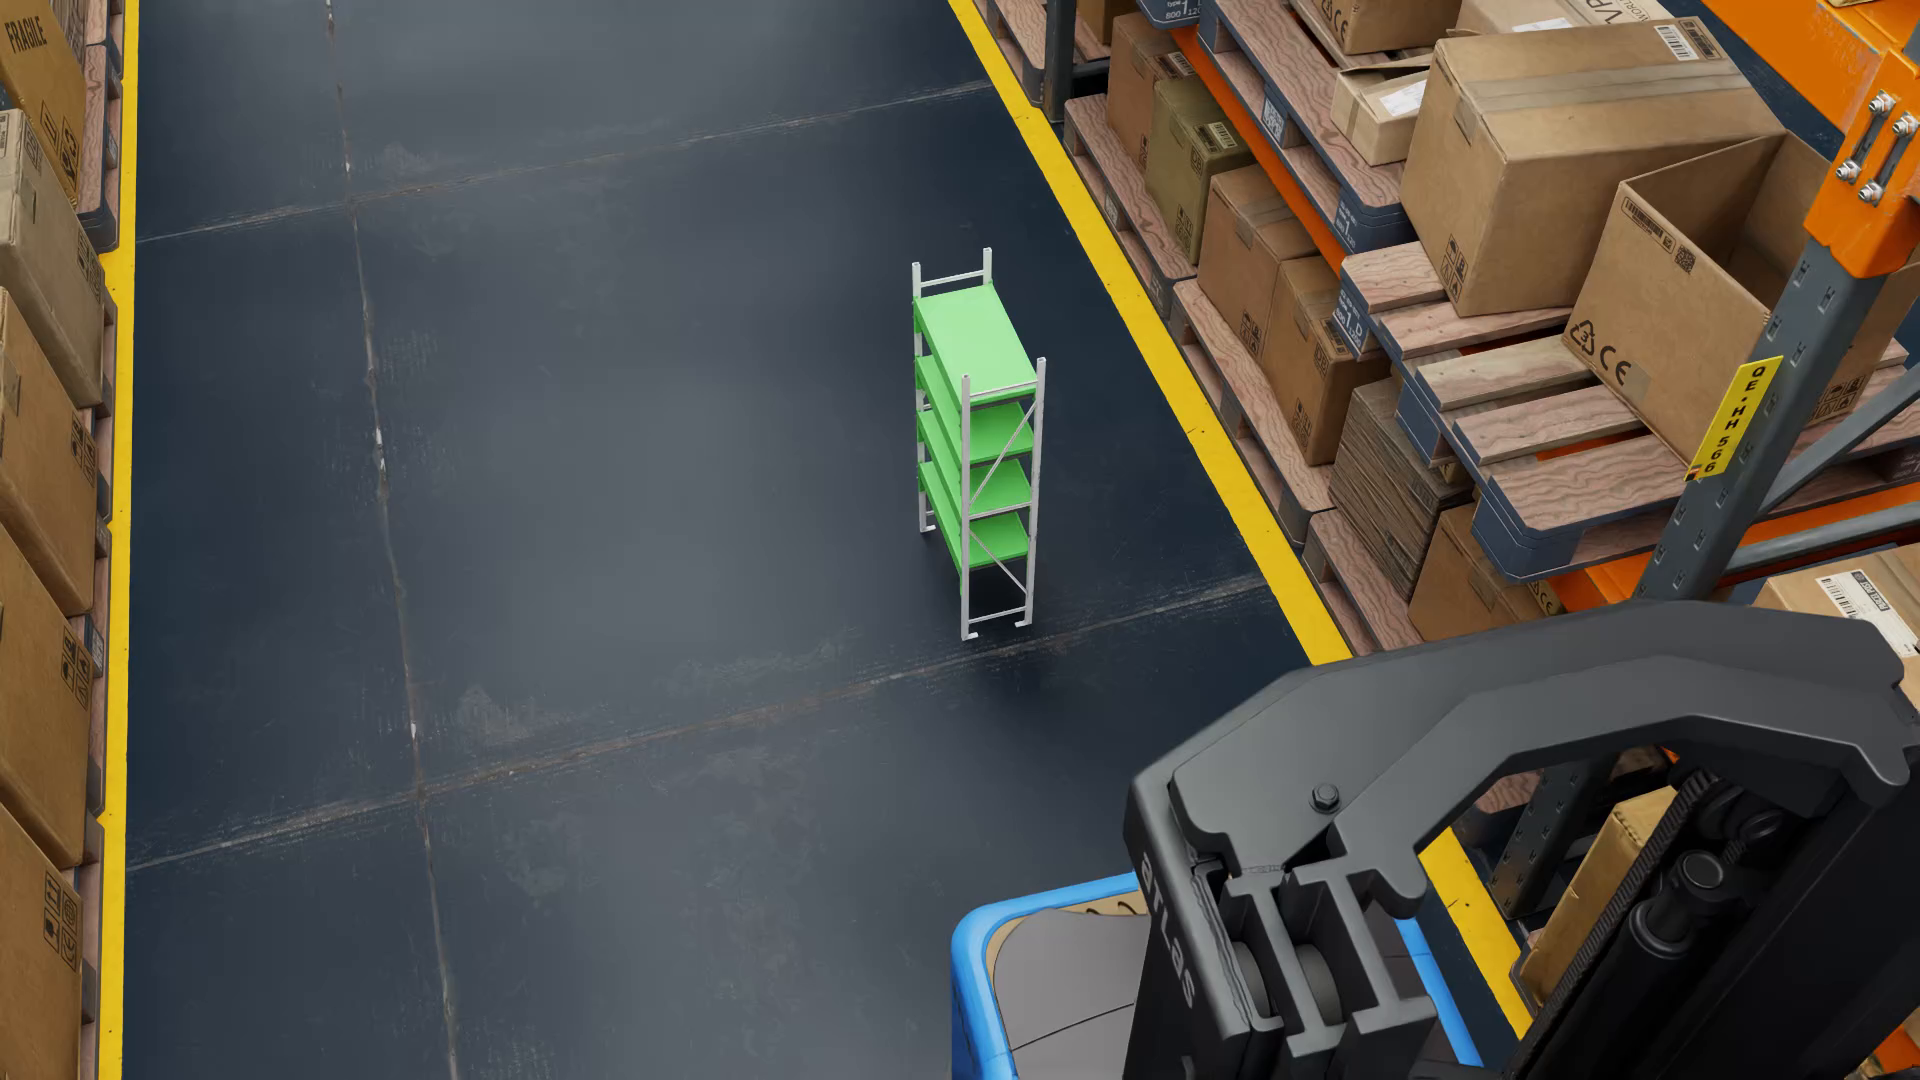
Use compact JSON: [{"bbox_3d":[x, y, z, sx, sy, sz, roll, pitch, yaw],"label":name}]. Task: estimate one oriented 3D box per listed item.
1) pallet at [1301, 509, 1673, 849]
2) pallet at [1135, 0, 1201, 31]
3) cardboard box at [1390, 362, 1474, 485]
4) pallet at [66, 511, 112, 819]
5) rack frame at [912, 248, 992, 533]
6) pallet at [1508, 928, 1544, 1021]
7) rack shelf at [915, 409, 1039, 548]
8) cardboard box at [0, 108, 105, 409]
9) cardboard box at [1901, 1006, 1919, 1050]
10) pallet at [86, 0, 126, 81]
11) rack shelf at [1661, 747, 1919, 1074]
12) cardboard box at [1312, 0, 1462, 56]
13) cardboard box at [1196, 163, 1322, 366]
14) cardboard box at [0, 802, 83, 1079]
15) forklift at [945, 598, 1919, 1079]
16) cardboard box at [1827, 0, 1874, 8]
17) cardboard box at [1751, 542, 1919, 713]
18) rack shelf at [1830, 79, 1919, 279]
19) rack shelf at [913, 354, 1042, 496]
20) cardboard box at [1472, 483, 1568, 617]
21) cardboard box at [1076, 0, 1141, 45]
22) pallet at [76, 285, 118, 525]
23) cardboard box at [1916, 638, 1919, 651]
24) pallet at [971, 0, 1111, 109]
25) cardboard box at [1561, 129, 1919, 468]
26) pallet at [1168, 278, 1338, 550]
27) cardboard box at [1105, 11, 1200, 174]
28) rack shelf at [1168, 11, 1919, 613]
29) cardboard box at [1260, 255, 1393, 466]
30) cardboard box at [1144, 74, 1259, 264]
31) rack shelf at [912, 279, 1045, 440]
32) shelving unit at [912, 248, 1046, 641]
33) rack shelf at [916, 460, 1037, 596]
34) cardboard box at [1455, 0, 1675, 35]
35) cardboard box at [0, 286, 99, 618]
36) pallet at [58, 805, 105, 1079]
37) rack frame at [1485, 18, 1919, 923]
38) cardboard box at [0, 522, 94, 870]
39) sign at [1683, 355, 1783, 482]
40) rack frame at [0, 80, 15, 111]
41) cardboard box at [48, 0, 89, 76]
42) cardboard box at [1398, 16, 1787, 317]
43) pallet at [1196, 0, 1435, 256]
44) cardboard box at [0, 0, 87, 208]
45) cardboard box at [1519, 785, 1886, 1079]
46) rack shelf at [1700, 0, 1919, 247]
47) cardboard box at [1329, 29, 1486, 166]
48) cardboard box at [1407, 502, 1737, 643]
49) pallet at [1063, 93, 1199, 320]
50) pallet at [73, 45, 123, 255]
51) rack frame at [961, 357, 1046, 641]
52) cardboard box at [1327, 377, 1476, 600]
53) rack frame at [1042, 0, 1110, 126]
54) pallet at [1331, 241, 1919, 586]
[{"bbox_3d":[1.811,0.310,5.350,1.003,0.211,1.213,-13,51,-11],"label":"pallet"},{"bbox_3d":[0.945,-2.286,5.841,1.003,0.211,1.213,-13,51,-11],"label":"pallet"},{"bbox_3d":[1.647,-0.463,5.035,0.500,0.250,0.500,-8,50,-7],"label":"cardboard box"},{"bbox_3d":[-3.245,0.447,5.235,1.003,0.211,1.213,-13,51,-11],"label":"pallet"},{"bbox_3d":[-0.023,-0.444,5.340,0.240,1.200,0.015,-13,51,-11],"label":"rack frame"},{"bbox_3d":[2.202,1.474,4.369,1.003,0.211,1.213,-13,51,-11],"label":"pallet"},{"bbox_3d":[0.049,-0.225,5.238,0.258,0.148,0.480,-13,51,-11],"label":"rack shelf"},{"bbox_3d":[-3.641,-0.868,5.717,1.050,0.750,0.750,-14,51,-11],"label":"cardboard box"},{"bbox_3d":[2.079,0.743,3.096,0.500,0.500,0.500,-15,51,-12],"label":"cardboard box"},{"bbox_3d":[-4.425,-2.458,7.684,1.003,0.211,1.213,-13,51,-11],"label":"pallet"},{"bbox_3d":[2.632,1.675,2.846,1.077,0.370,4.000,-13,51,-11],"label":"rack shelf"},{"bbox_3d":[1.459,-1.862,5.016,0.797,0.503,0.637,-9,50,-7],"label":"cardboard box"},{"bbox_3d":[1.308,-1.060,6.029,0.700,0.500,0.500,-17,52,-14],"label":"cardboard box"},{"bbox_3d":[-2.821,1.155,4.011,1.050,0.750,0.750,-14,51,-11],"label":"cardboard box"},{"bbox_3d":[0.813,1.577,2.503,1.130,2.935,3.031,-11,51,-9],"label":"forklift"},{"bbox_3d":[1.666,-1.228,2.959,0.500,0.250,0.500,-13,51,-11],"label":"cardboard box"},{"bbox_3d":[1.925,0.367,3.413,0.500,0.500,0.500,-12,51,-10],"label":"cardboard box"},{"bbox_3d":[2.632,0.709,1.699,1.077,0.370,4.000,-13,51,-11],"label":"rack shelf"},{"bbox_3d":[0.049,-0.379,5.055,0.258,0.148,0.480,-13,51,-11],"label":"rack shelf"},{"bbox_3d":[1.814,-0.078,4.710,0.500,0.250,0.500,-11,51,-9],"label":"cardboard box"},{"bbox_3d":[0.778,-2.570,7.315,0.500,0.500,0.500,-15,51,-12],"label":"cardboard box"},{"bbox_3d":[-3.610,-0.446,5.988,1.003,0.211,1.213,-13,51,-11],"label":"pallet"},{"bbox_3d":[2.242,0.165,2.928,0.797,0.503,0.637,-12,51,-10],"label":"cardboard box"},{"bbox_3d":[0.626,-2.522,7.738,1.003,0.211,1.213,-13,51,-11],"label":"pallet"},{"bbox_3d":[1.843,-0.570,3.929,0.500,0.500,0.500,-19,52,-15],"label":"cardboard box"},{"bbox_3d":[1.454,-0.579,6.100,1.003,0.211,1.213,-13,51,-11],"label":"pallet"},{"bbox_3d":[1.019,-1.822,6.671,0.700,0.500,0.500,-17,52,-14],"label":"cardboard box"},{"bbox_3d":[1.449,-1.246,5.309,1.077,0.370,4.000,-13,51,-11],"label":"rack shelf"},{"bbox_3d":[1.473,-0.653,5.686,0.700,0.500,0.500,-9,51,-8],"label":"cardboard box"},{"bbox_3d":[1.142,-1.469,6.374,0.700,0.500,0.500,-14,51,-11],"label":"cardboard box"},{"bbox_3d":[0.049,-0.534,4.871,0.258,0.148,0.480,-13,51,-11],"label":"rack shelf"},{"bbox_3d":[0.049,-0.266,5.189,0.258,1.200,0.503,-13,51,-11],"label":"shelving unit"},{"bbox_3d":[0.049,-0.070,5.422,0.258,0.148,0.480,-13,51,-11],"label":"rack shelf"},{"bbox_3d":[1.765,-1.380,4.775,0.500,0.250,0.500,-15,51,-12],"label":"cardboard box"},{"bbox_3d":[-3.359,-0.163,5.122,1.050,0.750,0.750,-13,51,-11],"label":"cardboard box"},{"bbox_3d":[-2.888,1.336,4.485,1.003,0.211,1.213,-13,51,-11],"label":"pallet"},{"bbox_3d":[2.041,-0.017,3.803,1.000,3.000,0.127,-13,51,-11],"label":"rack frame"},{"bbox_3d":[-3.083,0.517,4.549,1.050,0.750,0.750,-13,51,-10],"label":"cardboard box"},{"bbox_3d":[1.525,-0.235,3.281,0.100,0.325,0.005,-13,51,-11],"label":"sign"},{"bbox_3d":[-3.910,-1.891,5.382,1.000,3.000,0.127,-13,51,-11],"label":"rack frame"},{"bbox_3d":[-4.299,-2.474,6.989,0.875,0.875,0.875,-13,51,-11],"label":"cardboard box"},{"bbox_3d":[1.582,-0.955,4.253,0.700,0.500,0.500,-7,50,-6],"label":"cardboard box"},{"bbox_3d":[1.416,-1.392,5.087,1.003,0.211,1.213,-13,51,-11],"label":"pallet"},{"bbox_3d":[-4.029,-1.817,6.435,0.875,0.875,0.875,-13,51,-10],"label":"cardboard box"},{"bbox_3d":[2.225,1.041,4.026,1.225,0.875,0.875,-15,52,-13],"label":"cardboard box"},{"bbox_3d":[1.449,-2.213,4.162,1.077,0.370,4.000,-13,51,-11],"label":"rack shelf"},{"bbox_3d":[1.290,-1.266,4.669,0.396,0.266,0.258,-15,51,-12],"label":"cardboard box"},{"bbox_3d":[1.824,0.162,4.999,0.700,0.500,0.500,-16,52,-13],"label":"cardboard box"},{"bbox_3d":[1.090,-1.472,6.853,1.003,0.211,1.213,-13,51,-11],"label":"pallet"},{"bbox_3d":[-4.060,-1.565,6.932,1.003,0.211,1.213,-13,51,-11],"label":"pallet"},{"bbox_3d":[0.121,-0.088,5.039,0.240,1.200,0.015,-13,51,-11],"label":"rack frame"},{"bbox_3d":[1.647,-0.240,5.338,0.700,0.500,0.500,-17,52,-14],"label":"cardboard box"},{"bbox_3d":[0.858,-2.939,6.266,1.000,3.000,0.127,-13,51,-11],"label":"rack frame"},{"bbox_3d":[1.728,-0.452,4.294,1.213,0.211,1.003,-13,51,-11],"label":"pallet"}]
